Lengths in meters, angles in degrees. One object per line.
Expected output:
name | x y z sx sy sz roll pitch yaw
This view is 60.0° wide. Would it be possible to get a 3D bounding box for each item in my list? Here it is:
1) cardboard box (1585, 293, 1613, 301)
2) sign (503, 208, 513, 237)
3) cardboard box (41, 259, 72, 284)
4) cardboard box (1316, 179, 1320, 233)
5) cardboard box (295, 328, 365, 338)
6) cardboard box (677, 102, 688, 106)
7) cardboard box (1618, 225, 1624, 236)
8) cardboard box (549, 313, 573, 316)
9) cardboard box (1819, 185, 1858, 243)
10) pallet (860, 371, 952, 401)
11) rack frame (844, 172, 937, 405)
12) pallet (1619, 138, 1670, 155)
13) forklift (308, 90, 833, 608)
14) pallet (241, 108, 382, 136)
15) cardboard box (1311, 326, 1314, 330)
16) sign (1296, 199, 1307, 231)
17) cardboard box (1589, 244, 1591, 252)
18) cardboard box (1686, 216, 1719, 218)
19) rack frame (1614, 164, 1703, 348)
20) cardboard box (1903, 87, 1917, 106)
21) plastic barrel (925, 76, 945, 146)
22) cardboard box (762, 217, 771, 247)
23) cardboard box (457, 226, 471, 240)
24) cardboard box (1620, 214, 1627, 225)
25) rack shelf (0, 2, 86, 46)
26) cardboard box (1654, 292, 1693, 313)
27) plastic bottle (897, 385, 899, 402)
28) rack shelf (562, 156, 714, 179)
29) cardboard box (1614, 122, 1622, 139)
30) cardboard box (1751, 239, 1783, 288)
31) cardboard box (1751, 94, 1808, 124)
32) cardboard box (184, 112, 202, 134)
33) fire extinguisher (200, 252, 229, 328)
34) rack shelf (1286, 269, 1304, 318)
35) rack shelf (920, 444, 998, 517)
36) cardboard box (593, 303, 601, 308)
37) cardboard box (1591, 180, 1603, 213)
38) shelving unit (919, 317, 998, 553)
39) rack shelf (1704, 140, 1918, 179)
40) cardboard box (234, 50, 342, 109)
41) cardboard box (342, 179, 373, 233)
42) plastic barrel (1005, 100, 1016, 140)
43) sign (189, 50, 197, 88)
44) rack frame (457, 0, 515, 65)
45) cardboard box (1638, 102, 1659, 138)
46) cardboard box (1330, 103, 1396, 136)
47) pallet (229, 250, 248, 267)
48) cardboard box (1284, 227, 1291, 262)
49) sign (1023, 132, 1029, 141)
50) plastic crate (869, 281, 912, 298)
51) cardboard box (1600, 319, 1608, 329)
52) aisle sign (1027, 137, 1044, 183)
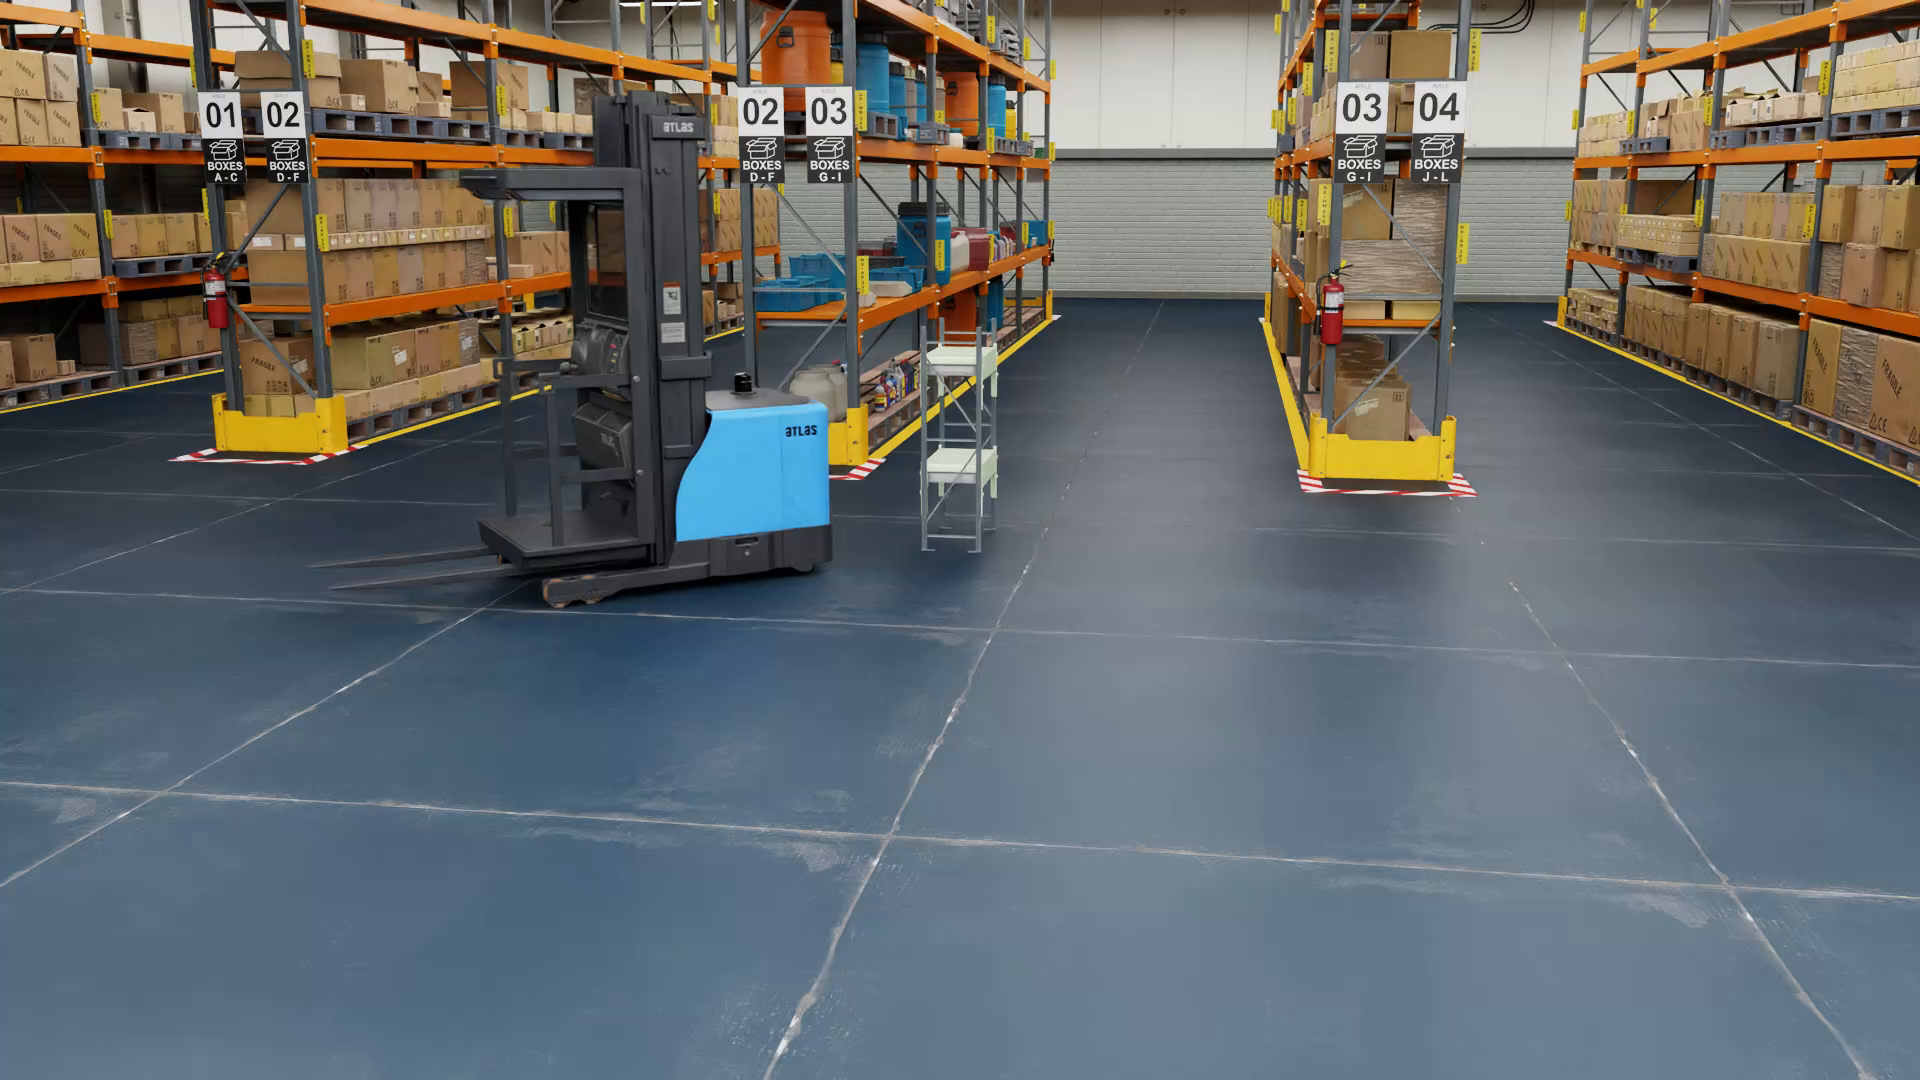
cardboard box | 10.351 -3.924 26.938 0.380 0.149 0.250 2 12 11
sign | -5.105 -3.590 18.790 0.100 0.325 0.005 2 12 9
cardboard box | -10.407 -3.030 18.744 0.500 0.250 0.500 2 12 9
cardboard box | 3.595 -3.109 15.484 0.500 0.500 0.500 2 12 9
cardboard box | -6.341 -1.871 16.805 0.500 0.500 0.500 2 12 9
cardboard box | -4.574 -6.478 25.842 0.600 0.600 0.600 1 12 3
cardboard box | 9.735 -4.469 24.002 0.380 0.149 0.250 2 12 10
cardboard box | -5.030 -2.784 21.489 0.500 0.311 0.500 2 12 8
cardboard box | 8.929 -3.168 16.155 0.875 0.550 0.550 2 12 9
pallet | -0.678 -1.786 19.282 1.003 0.211 1.213 2 12 9
rack frame | -0.760 -2.985 18.223 1.000 3.000 0.127 2 12 9
pallet | 10.050 -5.557 23.486 1.213 0.211 1.003 2 12 9
forklift | -2.345 -1.166 9.948 3.031 2.935 1.130 -7 14 -29
pallet | -6.135 -3.883 15.480 1.003 0.211 1.213 2 12 9
cardboard box | 4.513 -2.276 19.823 0.700 0.500 0.500 3 13 13
sign | 3.585 -3.408 17.437 0.100 0.325 0.005 2 12 9
cardboard box | 10.428 -4.738 26.956 0.380 0.149 0.250 2 12 8
cardboard box | 10.217 -4.376 22.866 0.380 0.149 0.250 1 12 7
rack frame | 10.250 -4.308 24.363 1.000 3.000 0.127 2 12 9
cardboard box | 8.356 -3.805 14.273 0.380 0.149 0.250 2 12 9
plastic barrel | -0.486 -5.365 20.958 0.600 0.901 0.600 0 12 0
cardboard box | -3.685 -5.483 29.577 0.500 0.500 0.500 2 12 9
cardboard box | -5.562 -3.343 18.106 0.380 0.149 0.250 2 12 7
cardboard box | 9.735 -4.614 23.971 0.380 0.149 0.250 3 12 12
rack shelf | -10.857 -5.469 17.225 1.077 0.370 4.000 2 12 9
cardboard box | 9.641 -3.187 22.317 0.500 0.250 0.500 2 12 10
plastic bottle | -0.674 -1.522 17.035 0.097 0.201 0.097 0 12 0
rack shelf | -4.731 -5.510 24.527 1.077 0.370 4.000 2 12 9
cardboard box | 10.161 -6.158 24.995 0.500 0.250 0.500 1 12 6
cardboard box | 8.991 -3.019 18.145 0.500 0.500 0.500 2 12 9
cardboard box | 9.150 -4.797 18.492 0.500 0.311 0.500 2 12 8
cardboard box | -10.225 -5.398 22.009 0.797 0.503 0.637 4 13 17
fire extinguisher | -6.746 -2.266 15.072 0.296 0.674 0.183 2 12 9
rack shelf | 4.442 -2.889 19.486 1.077 0.370 4.000 2 12 9
rack shelf | -0.001 -0.413 11.398 0.431 0.370 0.720 2 12 9
cardboard box | -5.127 -3.174 23.991 0.500 0.500 0.500 2 12 11
cardboard box | 10.285 -5.420 26.206 0.500 0.500 0.500 1 12 7
shelving unit | -0.001 -0.732 11.329 0.431 1.500 0.755 2 12 9
rack shelf | 9.327 -4.174 18.327 1.077 0.370 4.000 2 12 9
cardboard box | -6.177 -4.223 15.277 0.797 0.503 0.637 3 12 13
cardboard box | -6.101 -3.214 15.970 0.700 0.500 0.500 2 12 7
plastic barrel | 0.530 -6.217 24.659 0.600 0.588 0.600 0 12 0
sign | -6.803 -4.194 14.802 0.100 0.325 0.005 2 12 9
rack frame | -8.704 -8.737 30.672 1.000 3.000 0.127 2 12 9
cardboard box | 10.083 -5.953 23.643 0.700 0.500 0.500 2 12 9
cardboard box | 3.342 -3.493 13.819 0.500 0.250 0.500 2 12 10
pallet | -9.938 -3.893 22.892 1.213 0.211 1.003 2 12 9
cardboard box | 4.818 -4.134 23.320 0.500 0.500 0.500 2 12 10
sign | 1.014 -6.103 25.549 0.100 0.325 0.005 2 12 9
plastic crate | -0.760 -2.510 16.645 0.530 0.136 0.437 2 12 9
cardboard box | 10.073 -3.321 25.552 0.380 0.149 0.250 1 12 7
aisle sign | 1.386 -6.759 29.566 0.394 0.787 0.004 2 12 9
